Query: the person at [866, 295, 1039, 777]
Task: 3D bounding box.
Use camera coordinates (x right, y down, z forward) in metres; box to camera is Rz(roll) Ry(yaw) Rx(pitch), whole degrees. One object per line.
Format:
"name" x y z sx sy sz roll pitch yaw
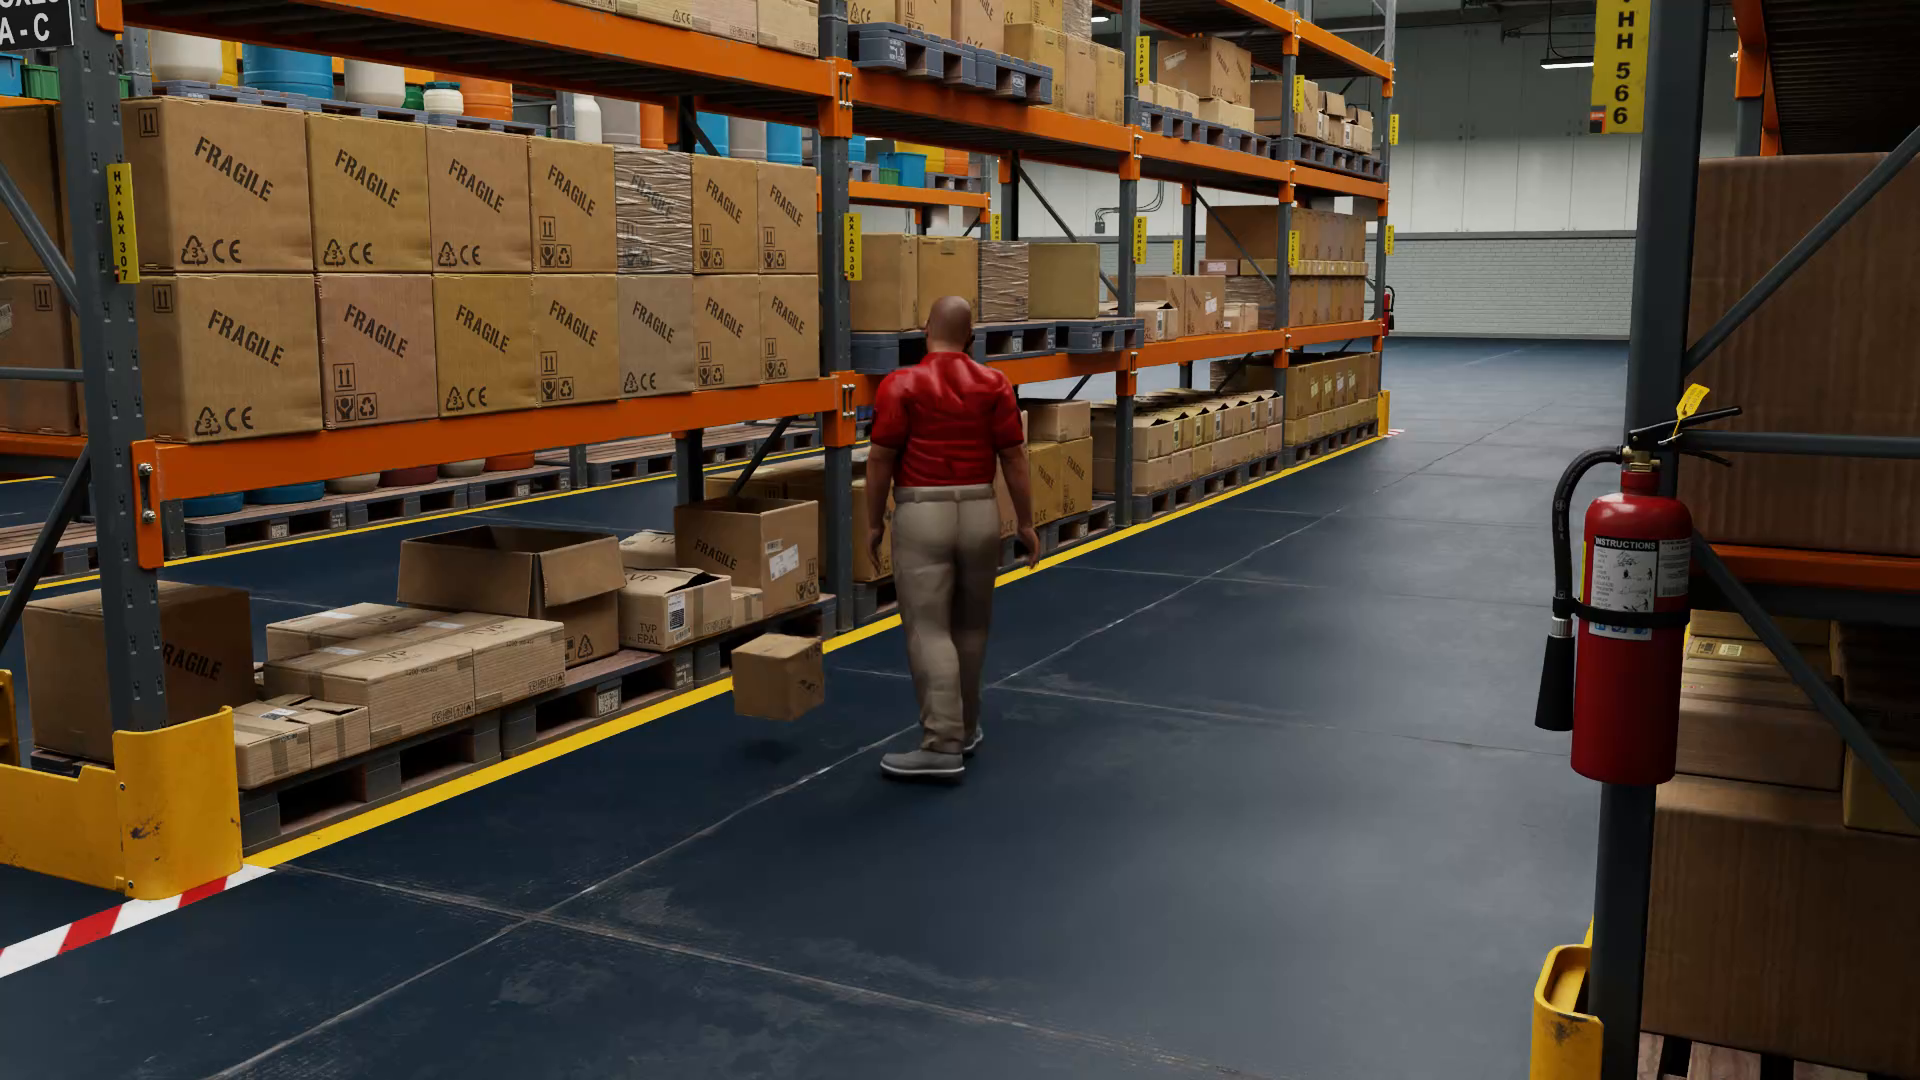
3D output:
"person" -0.024 -0.028 6.091 0.652 1.719 0.658 -3 10 -19
